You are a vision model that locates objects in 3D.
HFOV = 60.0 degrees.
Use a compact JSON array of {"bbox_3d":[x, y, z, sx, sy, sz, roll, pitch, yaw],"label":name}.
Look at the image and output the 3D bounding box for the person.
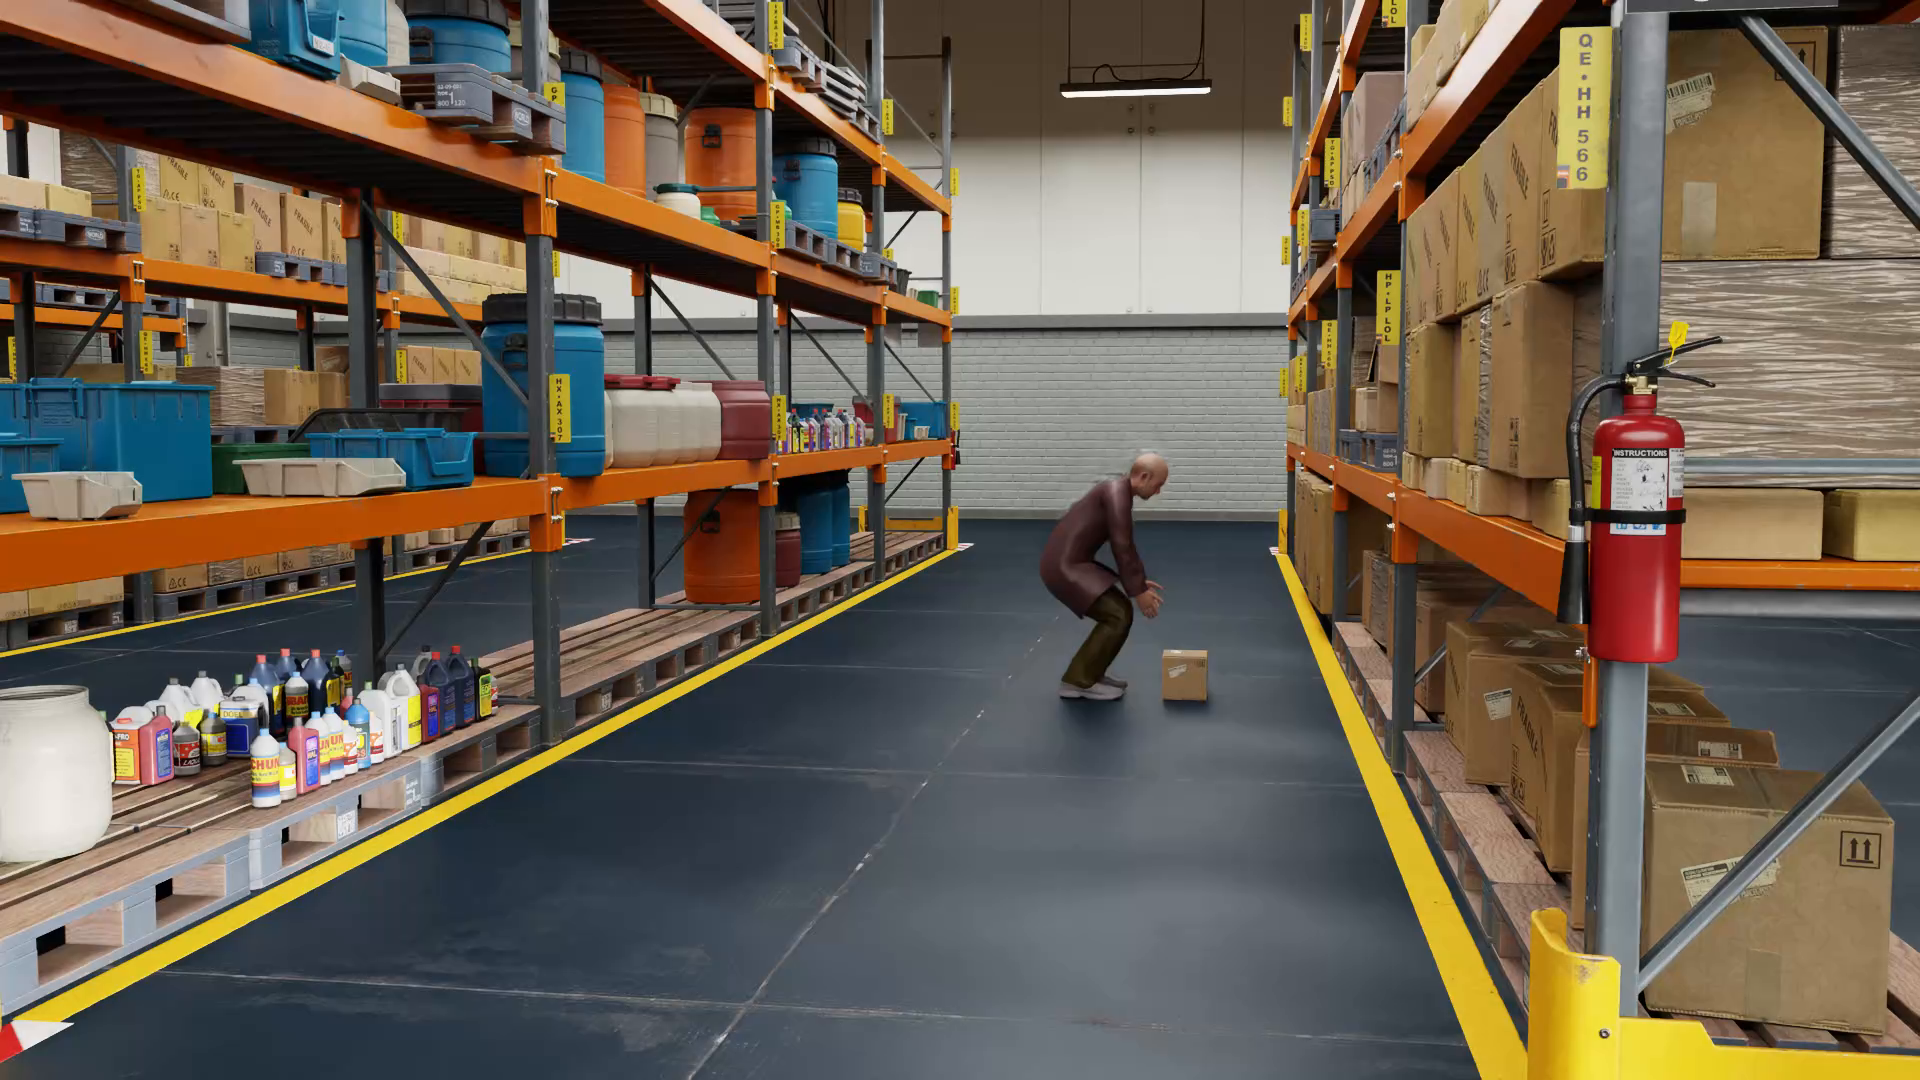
[{"bbox_3d":[0.821,0.197,9.556,0.737,1.393,0.633,1,4,9],"label":"person"}]
